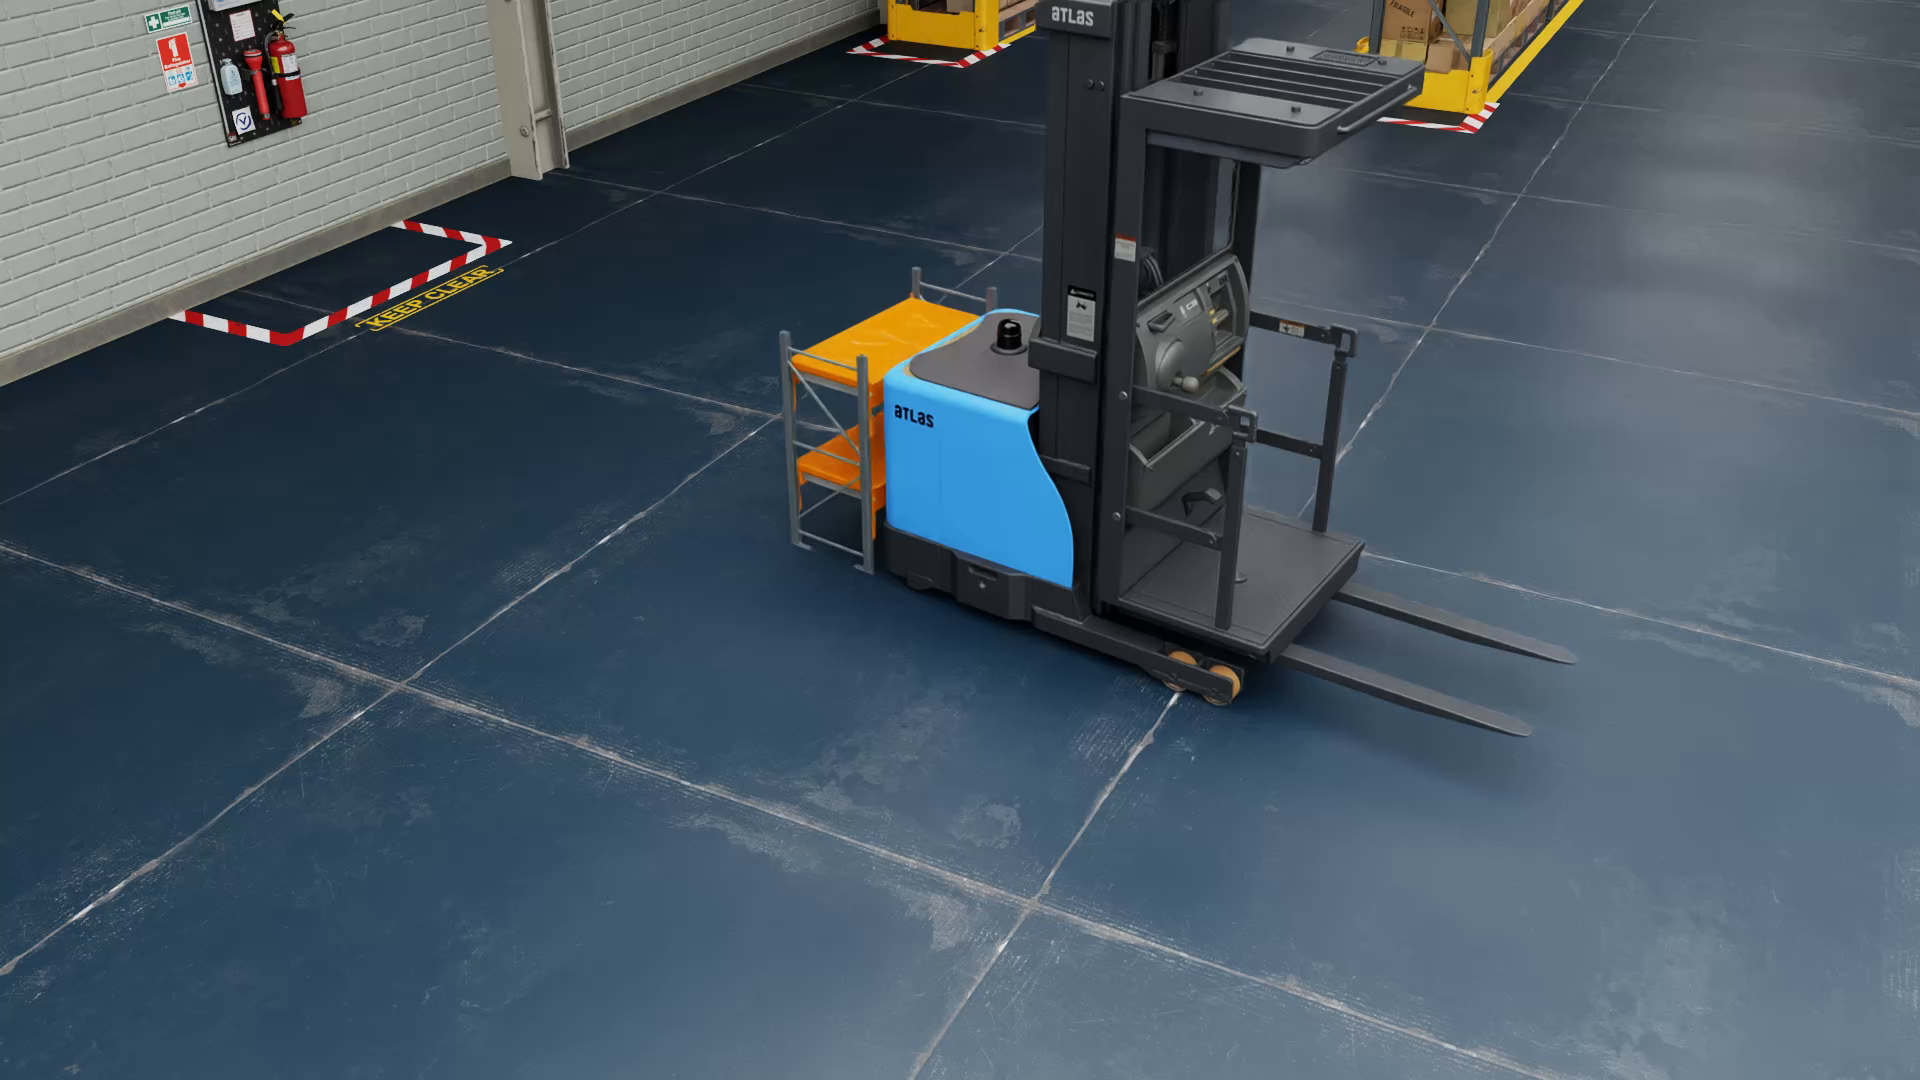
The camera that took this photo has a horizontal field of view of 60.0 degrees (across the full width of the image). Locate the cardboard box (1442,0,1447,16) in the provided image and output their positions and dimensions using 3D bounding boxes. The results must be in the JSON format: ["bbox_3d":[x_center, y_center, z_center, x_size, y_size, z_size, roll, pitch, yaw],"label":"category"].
[{"bbox_3d":[4.617,-5.385,16.201,0.500,0.500,0.500,14,33,23],"label":"cardboard box"}]

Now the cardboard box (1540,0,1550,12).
[{"bbox_3d":[6.001,-5.826,17.722,0.500,0.250,0.500,14,33,23],"label":"cardboard box"}]

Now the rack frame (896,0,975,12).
[{"bbox_3d":[-0.216,-6.440,16.452,1.000,3.000,0.127,14,33,23],"label":"rack frame"}]

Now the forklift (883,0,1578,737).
[{"bbox_3d":[1.147,-0.873,6.828,3.031,2.935,1.130,19,35,29],"label":"forklift"}]

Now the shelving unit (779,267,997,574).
[{"bbox_3d":[-0.326,-0.608,8.180,0.538,1.125,1.048,20,35,30],"label":"shelving unit"}]

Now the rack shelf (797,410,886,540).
[{"bbox_3d":[-0.326,-0.396,8.302,0.538,0.278,1.000,20,35,30],"label":"rack shelf"}]

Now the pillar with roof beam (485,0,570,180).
[{"bbox_3d":[0.432,-5.911,9.508,9.100,9.000,0.400,14,33,23],"label":"pillar with roof beam"}]

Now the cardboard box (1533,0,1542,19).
[{"bbox_3d":[5.764,-5.606,17.340,0.500,0.250,0.500,14,33,23],"label":"cardboard box"}]

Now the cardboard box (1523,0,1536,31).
[{"bbox_3d":[5.550,-5.381,16.948,0.500,0.250,0.500,14,33,23],"label":"cardboard box"}]

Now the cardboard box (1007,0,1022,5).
[{"bbox_3d":[0.439,-6.004,17.951,0.500,0.311,0.500,17,34,27],"label":"cardboard box"}]

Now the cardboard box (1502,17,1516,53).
[{"bbox_3d":[5.090,-4.939,16.178,0.500,0.250,0.500,14,33,23],"label":"cardboard box"}]

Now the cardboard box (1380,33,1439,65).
[{"bbox_3d":[4.177,-4.612,15.609,0.500,0.250,0.500,14,33,23],"label":"cardboard box"}]

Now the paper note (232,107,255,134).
[{"bbox_3d":[-4.702,-2.755,10.920,0.016,0.148,0.142,14,33,23],"label":"paper note"}]

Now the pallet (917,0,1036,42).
[{"bbox_3d":[0.220,-5.616,17.818,1.003,0.211,1.213,14,33,23],"label":"pallet"}]

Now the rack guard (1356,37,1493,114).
[{"bbox_3d":[4.185,-4.223,15.102,1.175,0.500,0.348,14,33,23],"label":"rack guard"}]

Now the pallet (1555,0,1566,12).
[{"bbox_3d":[6.319,-6.217,18.865,1.003,0.211,1.213,14,33,23],"label":"pallet"}]

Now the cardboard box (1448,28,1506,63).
[{"bbox_3d":[4.862,-4.717,15.792,0.500,0.250,0.500,14,33,23],"label":"cardboard box"}]

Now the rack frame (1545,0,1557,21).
[{"bbox_3d":[6.018,-7.091,17.586,1.000,3.000,0.127,14,33,23],"label":"rack frame"}]

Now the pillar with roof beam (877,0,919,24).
[{"bbox_3d":[3.165,-8.571,14.140,9.100,9.000,0.400,14,33,23],"label":"pillar with roof beam"}]

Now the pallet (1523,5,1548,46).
[{"bbox_3d":[5.618,-5.539,17.683,1.003,0.211,1.213,14,33,23],"label":"pallet"}]

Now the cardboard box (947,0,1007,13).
[{"bbox_3d":[0.179,-5.751,17.511,0.500,0.311,0.500,11,32,18],"label":"cardboard box"}]

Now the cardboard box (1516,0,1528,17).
[{"bbox_3d":[5.323,-5.484,16.374,0.500,0.500,0.500,14,33,23],"label":"cardboard box"}]

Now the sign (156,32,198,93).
[{"bbox_3d":[-4.904,-2.993,10.415,0.001,0.329,0.234,14,33,23],"label":"sign"}]

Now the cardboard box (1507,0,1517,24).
[{"bbox_3d":[5.080,-5.267,15.995,0.500,0.500,0.500,14,33,23],"label":"cardboard box"}]

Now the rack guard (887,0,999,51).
[{"bbox_3d":[-0.181,-5.390,17.133,1.175,0.500,0.348,14,33,23],"label":"rack guard"}]

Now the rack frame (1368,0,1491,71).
[{"bbox_3d":[4.195,-5.318,14.498,1.000,3.000,0.127,14,33,23],"label":"rack frame"}]

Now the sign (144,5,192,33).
[{"bbox_3d":[-4.894,-3.223,10.283,0.001,0.109,0.331,14,33,23],"label":"sign"}]

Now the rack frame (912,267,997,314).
[{"bbox_3d":[-0.030,-0.814,8.538,0.500,1.125,0.032,20,35,30],"label":"rack frame"}]

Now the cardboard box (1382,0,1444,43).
[{"bbox_3d":[4.175,-4.938,15.423,0.500,0.500,0.500,14,33,23],"label":"cardboard box"}]

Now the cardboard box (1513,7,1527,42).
[{"bbox_3d":[5.323,-5.159,16.562,0.500,0.250,0.500,14,33,23],"label":"cardboard box"}]

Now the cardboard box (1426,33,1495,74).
[{"bbox_3d":[4.638,-4.495,15.404,0.500,0.250,0.500,14,33,23],"label":"cardboard box"}]

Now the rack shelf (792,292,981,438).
[{"bbox_3d":[-0.326,-0.862,8.034,0.538,0.278,1.000,20,35,30],"label":"rack shelf"}]

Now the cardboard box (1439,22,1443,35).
[{"bbox_3d":[4.394,-4.837,16.000,0.500,0.250,0.500,14,33,23],"label":"cardboard box"}]

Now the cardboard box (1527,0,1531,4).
[{"bbox_3d":[5.538,-5.709,16.766,0.500,0.500,0.500,14,33,23],"label":"cardboard box"}]

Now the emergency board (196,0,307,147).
[{"bbox_3d":[-4.560,-3.200,10.810,0.194,1.169,0.643,14,33,23],"label":"emergency board"}]

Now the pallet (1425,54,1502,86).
[{"bbox_3d":[4.507,-4.457,15.799,1.003,0.211,1.213,14,33,23],"label":"pallet"}]

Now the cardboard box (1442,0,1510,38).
[{"bbox_3d":[4.864,-5.042,15.604,0.500,0.500,0.500,14,33,23],"label":"cardboard box"}]

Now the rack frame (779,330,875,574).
[{"bbox_3d":[-0.623,-0.403,7.822,0.500,1.125,0.032,20,35,30],"label":"rack frame"}]

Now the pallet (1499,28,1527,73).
[{"bbox_3d":[5.063,-4.996,16.738,1.003,0.211,1.213,14,33,23],"label":"pallet"}]
